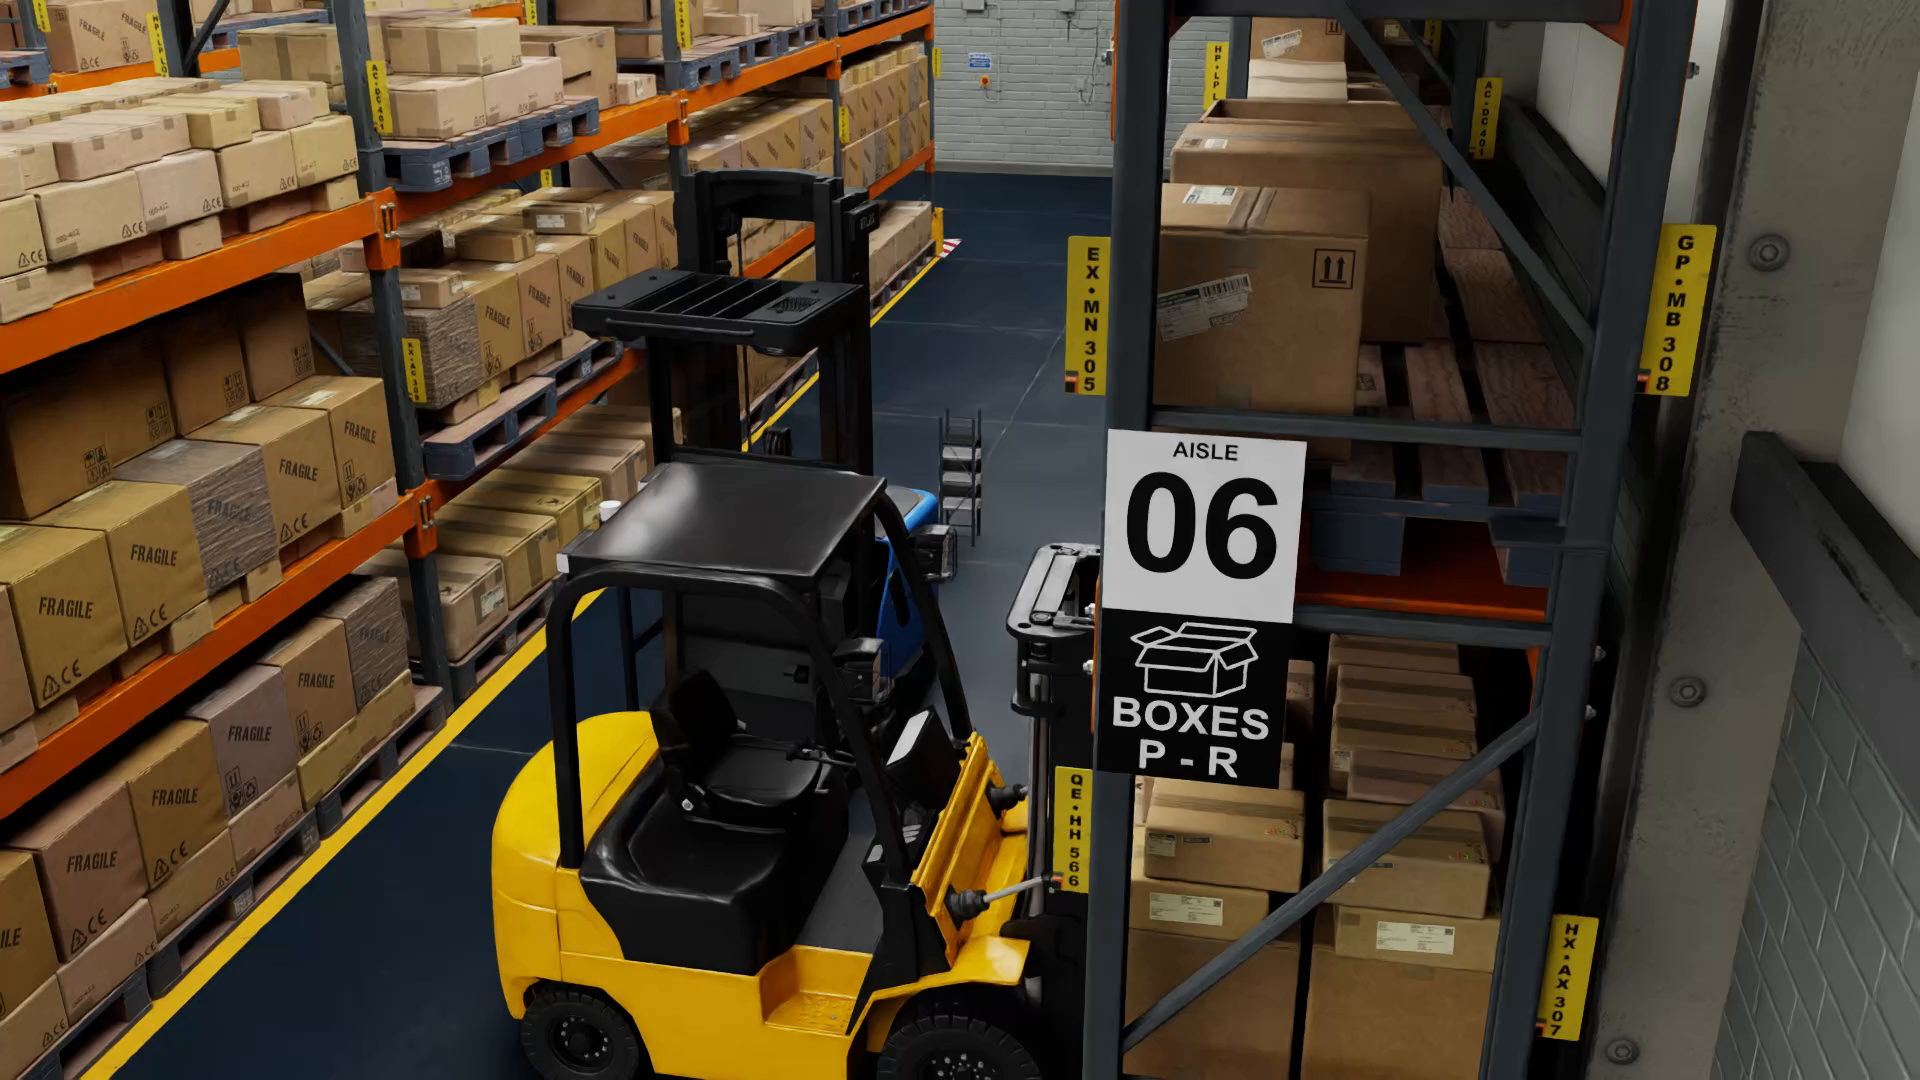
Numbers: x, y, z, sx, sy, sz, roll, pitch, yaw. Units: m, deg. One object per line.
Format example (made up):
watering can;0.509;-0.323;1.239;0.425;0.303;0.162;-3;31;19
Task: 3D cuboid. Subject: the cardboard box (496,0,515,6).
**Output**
cardboard box;-5.502;-6.344;19.275;0.500;0.250;0.500;4;22;10

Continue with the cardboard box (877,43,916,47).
cardboard box;-0.707;-5.438;18.500;0.380;0.149;0.250;5;22;12

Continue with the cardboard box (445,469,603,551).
cardboard box;-2.862;-0.165;10.703;0.950;0.372;0.625;5;23;13

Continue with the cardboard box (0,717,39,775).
cardboard box;-3.527;0.718;5.891;0.380;0.149;0.250;5;22;12

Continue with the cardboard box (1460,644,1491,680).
cardboard box;1.442;0.302;5.188;0.380;0.149;0.250;4;22;10

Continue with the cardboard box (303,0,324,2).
cardboard box;-6.151;-5.457;16.404;0.500;0.250;0.500;5;23;13

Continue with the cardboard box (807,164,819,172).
cardboard box;-1.565;-3.204;14.826;0.500;0.250;0.500;5;22;12

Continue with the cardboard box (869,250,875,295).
cardboard box;-1.385;-2.633;16.743;0.875;0.438;0.875;4;22;10

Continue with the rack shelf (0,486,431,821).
rack shelf;-3.658;0.586;6.847;1.077;0.370;4.000;4;22;11

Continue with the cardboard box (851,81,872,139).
cardboard box;-1.174;-4.255;16.432;0.500;0.500;0.500;4;22;10

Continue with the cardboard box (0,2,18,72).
cardboard box;-7.433;-3.948;12.993;0.500;0.500;0.500;4;22;11

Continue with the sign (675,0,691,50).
sign;-1.903;-3.531;11.399;0.100;0.325;0.005;4;22;11

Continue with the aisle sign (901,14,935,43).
aisle sign;-0.483;-6.076;18.946;0.394;0.787;0.004;4;22;11

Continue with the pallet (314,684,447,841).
pallet;-3.353;1.063;8.433;1.003;0.211;1.213;4;22;11

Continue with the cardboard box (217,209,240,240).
cardboard box;-3.280;-1.345;7.000;0.380;0.149;0.250;4;22;9

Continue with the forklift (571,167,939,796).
forklift;-1.048;-0.166;7.844;1.130;2.935;3.031;7;23;17

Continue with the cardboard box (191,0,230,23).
cardboard box;-6.928;-4.825;14.602;0.797;0.503;0.637;4;22;10

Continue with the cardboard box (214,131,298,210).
cardboard box;-3.179;-1.572;7.030;0.500;0.250;0.500;4;22;10

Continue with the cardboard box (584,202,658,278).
cardboard box;-2.349;-1.944;11.071;0.500;0.500;0.500;4;22;10

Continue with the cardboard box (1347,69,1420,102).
cardboard box;2.302;-2.472;9.077;0.380;0.166;0.250;4;22;11

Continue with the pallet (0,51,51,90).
pallet;-7.380;-3.347;11.886;1.213;0.211;1.003;6;23;13

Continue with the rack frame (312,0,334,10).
rack frame;-6.484;-6.528;15.517;1.000;3.000;0.127;4;22;11

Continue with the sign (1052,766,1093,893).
sign;0.265;0.667;3.815;0.100;0.325;0.005;4;22;11

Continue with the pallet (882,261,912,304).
pallet;-1.139;-2.831;18.101;1.003;0.211;1.213;4;22;11

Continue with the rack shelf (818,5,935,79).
rack shelf;-1.210;-5.194;17.183;1.077;0.370;4.000;4;22;11

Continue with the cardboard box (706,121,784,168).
cardboard box;-1.775;-3.169;13.733;0.500;0.500;0.500;5;22;12

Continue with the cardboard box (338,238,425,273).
cardboard box;-3.249;-1.598;9.345;0.380;0.149;0.250;4;22;9

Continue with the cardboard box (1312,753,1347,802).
cardboard box;1.163;0.722;4.544;0.380;0.149;0.250;4;22;10

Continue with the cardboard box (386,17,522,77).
cardboard box;-2.647;-2.594;8.733;0.500;0.250;0.500;4;22;10

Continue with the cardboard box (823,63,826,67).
cardboard box;-1.544;-4.816;16.955;0.380;0.149;0.250;4;22;10

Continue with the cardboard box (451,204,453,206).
cardboard box;-6.223;-3.999;19.724;0.380;0.149;0.250;4;22;11

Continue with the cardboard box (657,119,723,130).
cardboard box;-2.270;-3.215;13.850;0.500;0.500;0.500;4;22;10

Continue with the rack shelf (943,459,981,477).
rack shelf;0.002;-0.473;11.172;0.258;0.077;0.200;4;22;11

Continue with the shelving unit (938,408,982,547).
shelving unit;0.002;-0.420;11.193;0.258;0.900;0.210;4;22;11

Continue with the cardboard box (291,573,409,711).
cardboard box;-3.108;0.490;8.235;0.500;0.500;0.500;4;22;10

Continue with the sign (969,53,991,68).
sign;0.291;-7.083;24.564;0.327;0.218;0.001;4;22;11

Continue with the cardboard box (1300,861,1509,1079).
cardboard box;1.166;1.154;4.338;0.500;0.500;0.500;5;23;13

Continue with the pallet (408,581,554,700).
pallet;-3.093;0.529;9.757;1.003;0.211;1.213;4;22;11

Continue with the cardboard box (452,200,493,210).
cardboard box;-5.679;-3.862;19.385;0.380;0.149;0.250;4;22;9

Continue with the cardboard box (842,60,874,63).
cardboard box;-1.088;-4.783;16.873;0.380;0.149;0.250;4;22;11

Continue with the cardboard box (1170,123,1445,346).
cardboard box;0.952;-0.866;4.643;0.700;0.500;0.500;5;22;11

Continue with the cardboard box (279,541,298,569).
cardboard box;-3.256;0.049;7.552;0.380;0.149;0.250;4;22;10

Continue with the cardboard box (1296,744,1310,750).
cardboard box;0.856;0.738;5.373;0.500;0.500;0.500;4;22;10

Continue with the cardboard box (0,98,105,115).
cardboard box;-3.801;-1.746;6.928;0.380;0.149;0.250;4;22;11

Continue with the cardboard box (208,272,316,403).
cardboard box;-3.552;-0.983;7.909;0.700;0.500;0.500;4;22;10

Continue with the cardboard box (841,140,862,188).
cardboard box;-1.266;-3.603;16.151;0.500;0.500;0.500;5;23;13

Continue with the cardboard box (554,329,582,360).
cardboard box;-2.535;-1.210;10.117;0.380;0.149;0.250;5;23;13

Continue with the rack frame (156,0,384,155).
rack frame;-3.250;-3.262;7.408;1.000;3.000;0.127;4;22;11

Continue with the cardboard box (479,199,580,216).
cardboard box;-2.852;-1.983;11.169;0.500;0.500;0.500;6;23;14

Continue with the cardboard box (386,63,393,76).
cardboard box;-3.165;-2.405;8.934;0.500;0.250;0.500;5;22;12

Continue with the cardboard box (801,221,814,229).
cardboard box;-1.568;-2.966;14.904;0.500;0.250;0.500;4;22;10

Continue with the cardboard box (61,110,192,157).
cardboard box;-3.299;-1.609;6.588;0.380;0.149;0.250;4;22;10

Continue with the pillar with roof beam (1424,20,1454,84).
pillar with roof beam;0.052;-6.325;15.013;9.100;9.000;0.400;4;22;11

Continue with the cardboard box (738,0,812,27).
cardboard box;-1.592;-4.612;14.331;0.500;0.311;0.500;4;22;11
